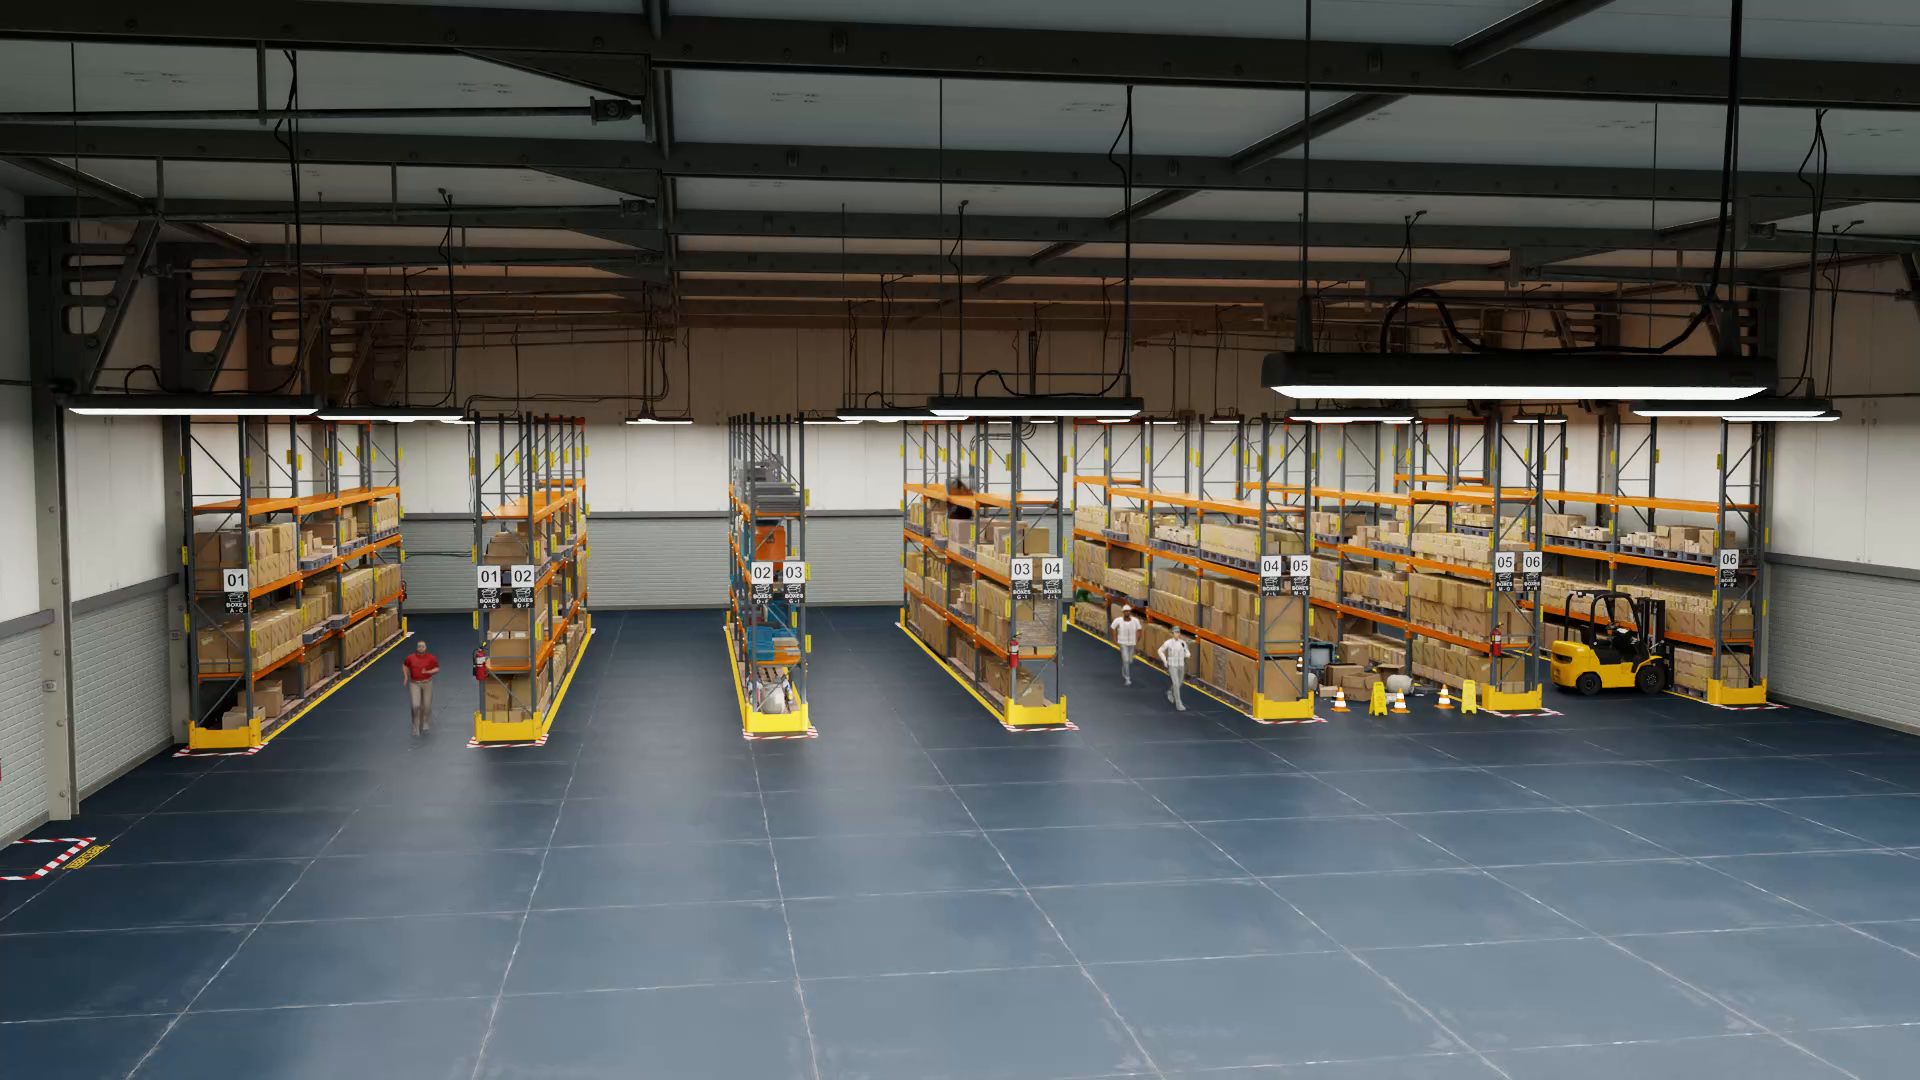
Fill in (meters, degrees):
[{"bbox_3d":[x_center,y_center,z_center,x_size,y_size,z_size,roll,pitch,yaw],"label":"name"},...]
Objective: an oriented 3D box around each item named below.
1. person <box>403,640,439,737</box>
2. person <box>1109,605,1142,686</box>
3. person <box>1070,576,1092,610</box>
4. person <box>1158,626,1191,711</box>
[{"bbox_3d":[-10.030,2.769,30.965,0.631,1.798,0.768,-1,4,-21],"label":"person"},{"bbox_3d":[3.723,2.328,37.210,0.711,1.765,0.872,-1,4,-11],"label":"person"},{"bbox_3d":[3.706,1.462,49.793,0.827,1.810,0.665,0,4,-3],"label":"person"},{"bbox_3d":[4.385,2.568,33.744,0.618,1.672,0.893,-1,4,-21],"label":"person"}]
